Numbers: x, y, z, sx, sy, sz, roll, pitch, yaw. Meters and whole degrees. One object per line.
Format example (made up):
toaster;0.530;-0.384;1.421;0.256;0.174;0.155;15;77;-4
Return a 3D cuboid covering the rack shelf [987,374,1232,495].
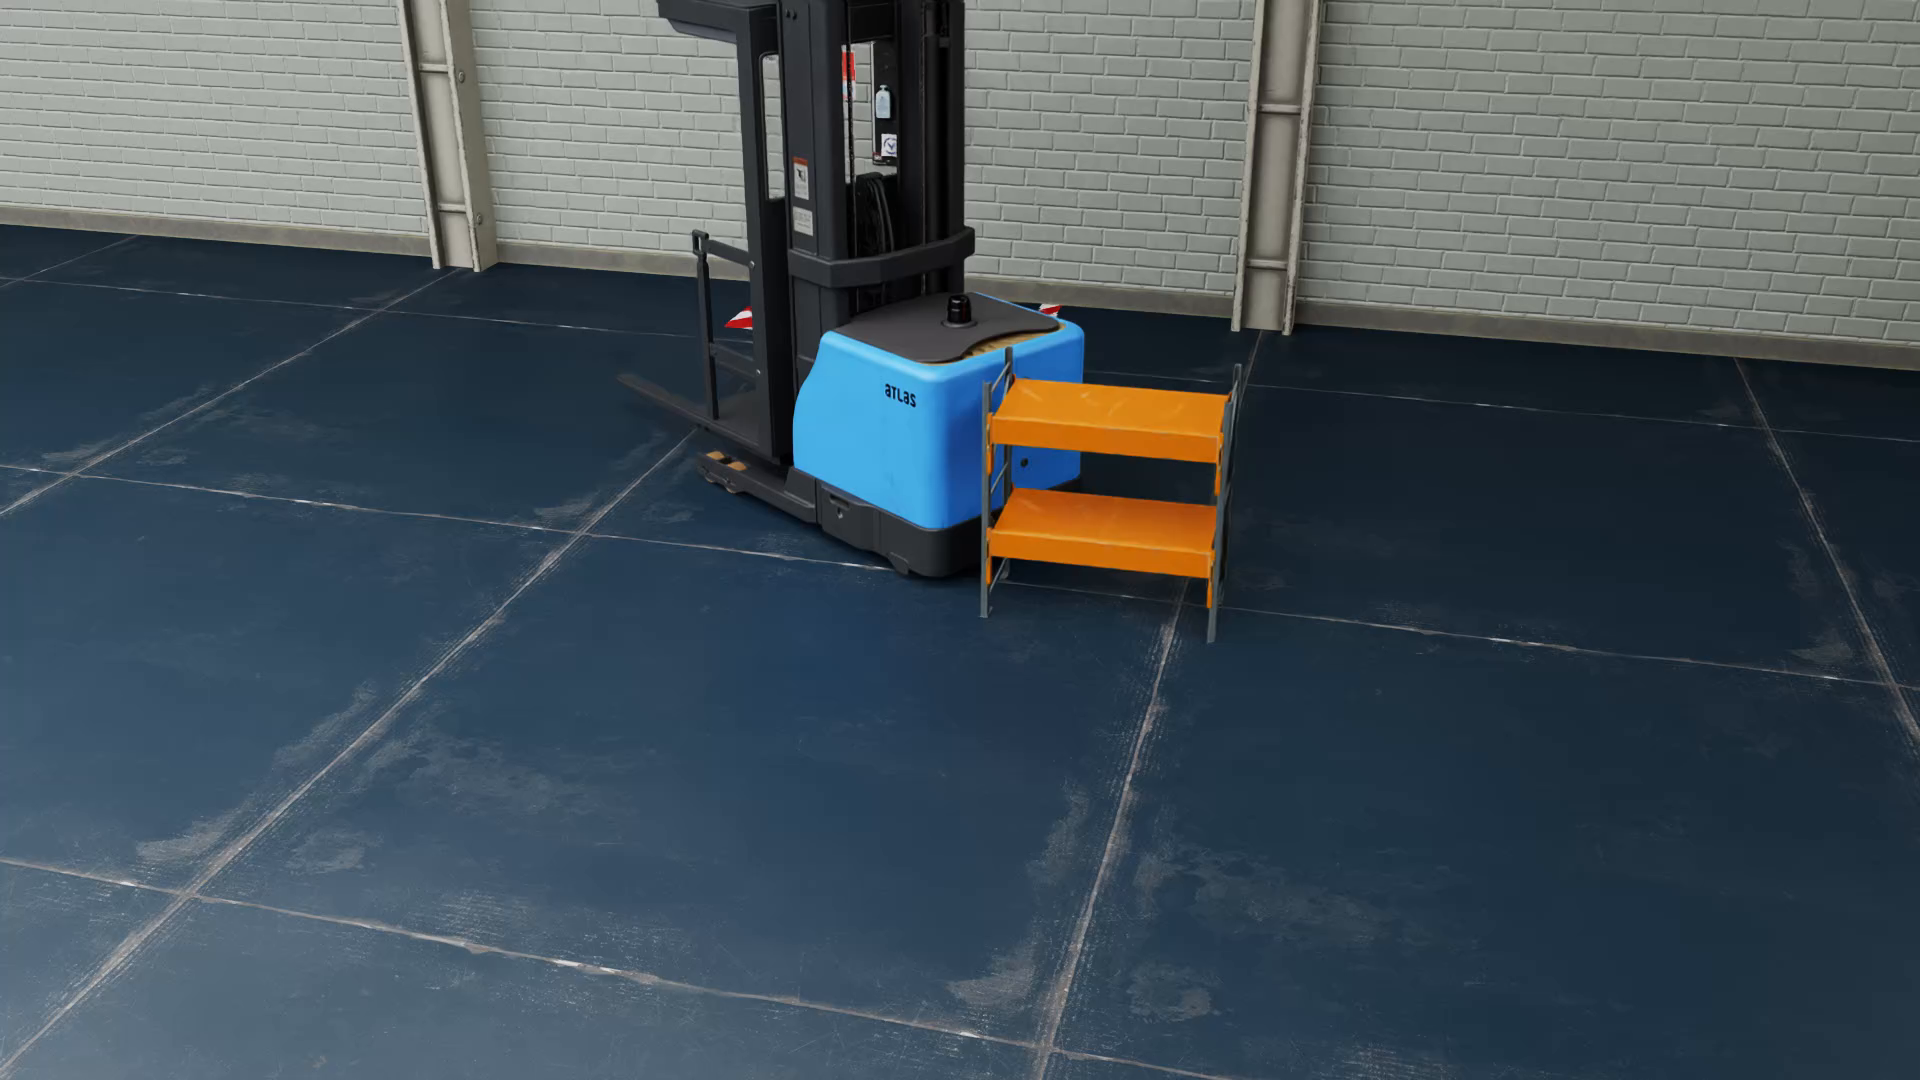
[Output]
rack shelf;0.662;-0.471;7.250;1.000;0.278;0.538;6;26;12

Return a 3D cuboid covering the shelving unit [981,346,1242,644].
shelving unit;0.662;-0.207;7.376;1.048;1.125;0.538;6;26;12

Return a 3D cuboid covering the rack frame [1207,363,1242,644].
rack frame;1.156;-0.156;7.269;0.032;1.125;0.500;6;26;12

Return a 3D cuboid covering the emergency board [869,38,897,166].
emergency board;-0.326;-3.089;11.248;0.643;1.169;0.194;6;26;13

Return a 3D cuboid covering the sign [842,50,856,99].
sign;-0.836;-3.207;11.455;0.234;0.329;0.001;6;26;13

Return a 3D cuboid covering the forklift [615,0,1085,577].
forklift;-0.757;-1.699;8.409;1.130;2.935;3.031;-22;33;-38

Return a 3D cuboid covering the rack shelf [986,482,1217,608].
rack shelf;0.662;0.014;7.481;1.000;0.278;0.538;6;26;12

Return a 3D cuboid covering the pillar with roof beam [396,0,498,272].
pillar with roof beam;-4.825;-4.367;6.954;0.400;9.000;9.100;6;26;13

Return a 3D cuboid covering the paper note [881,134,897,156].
paper note;-0.480;-2.739;11.538;0.142;0.148;0.016;6;26;13

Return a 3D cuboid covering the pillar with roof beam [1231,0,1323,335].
pillar with roof beam;0.986;-3.725;5.605;0.400;9.000;9.100;6;26;13

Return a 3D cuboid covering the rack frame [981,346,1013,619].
rack frame;0.167;-0.257;7.482;0.032;1.125;0.500;6;26;12
